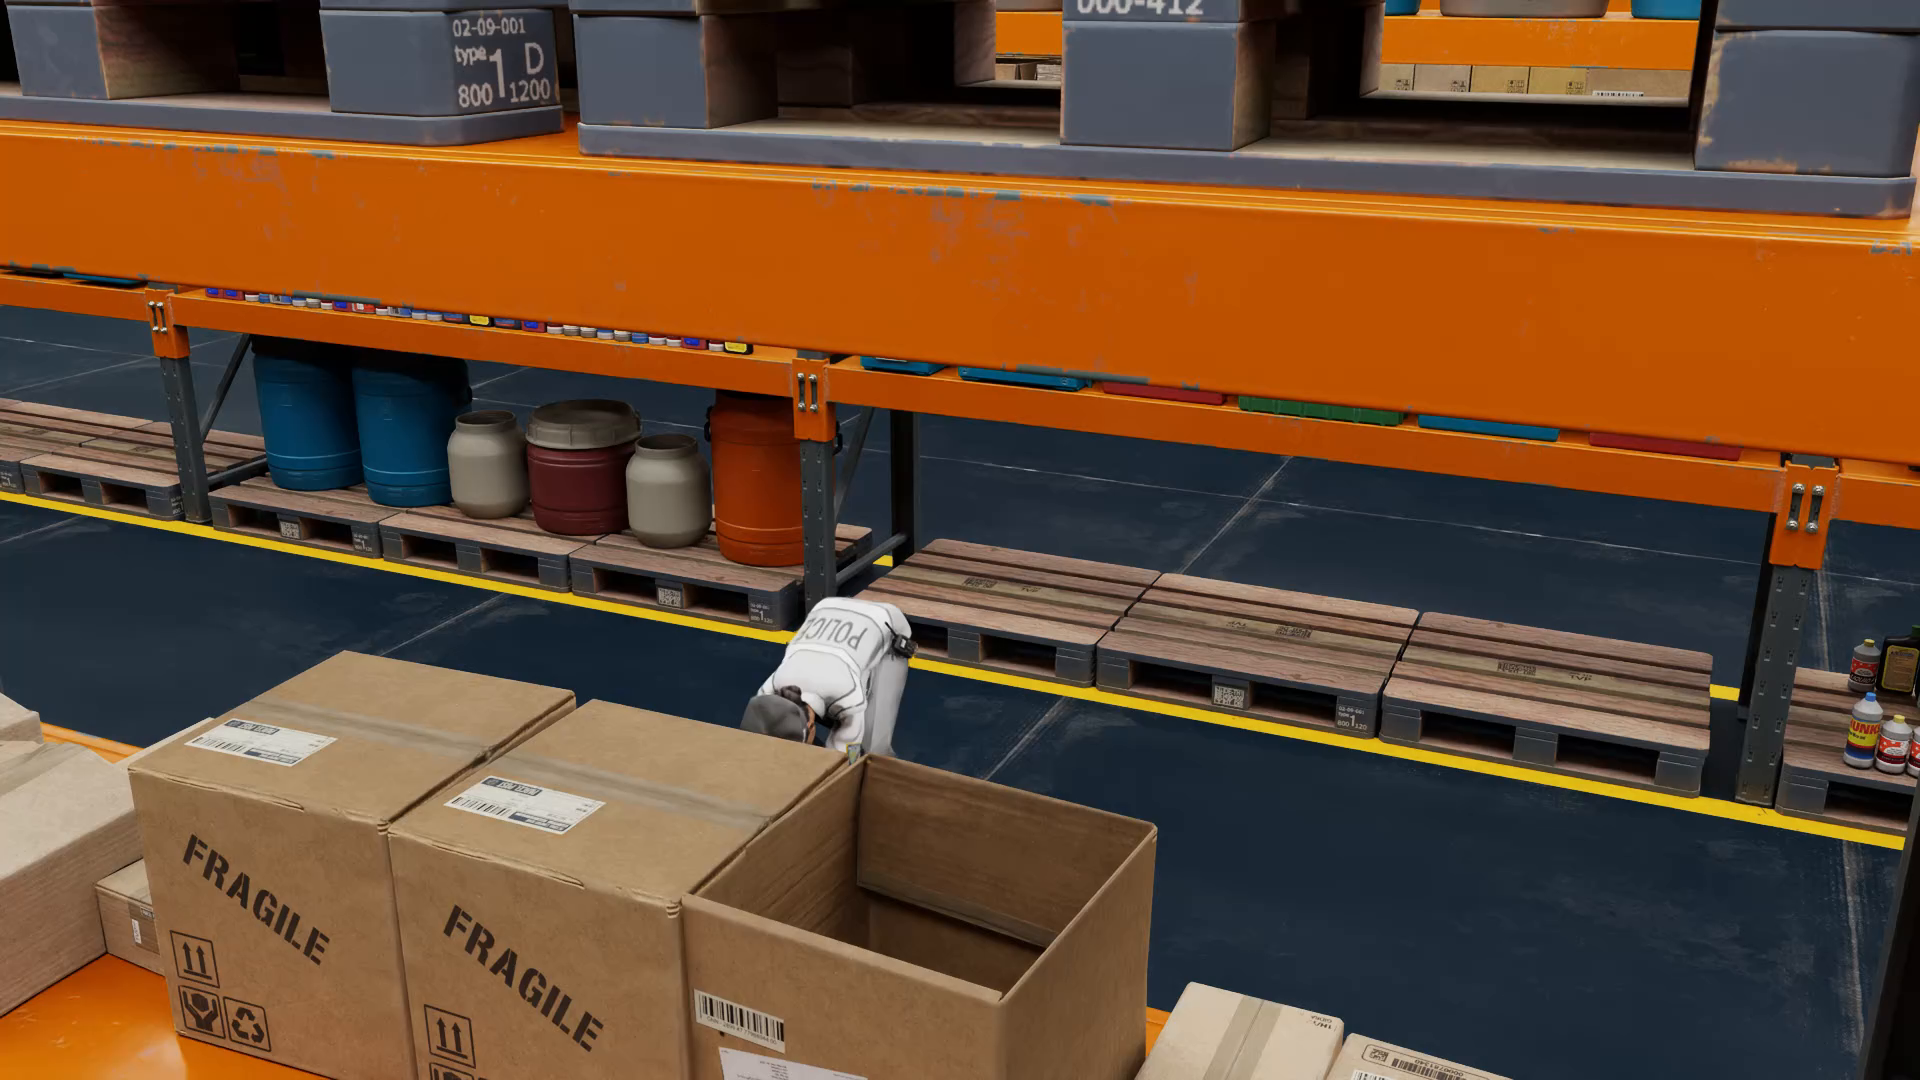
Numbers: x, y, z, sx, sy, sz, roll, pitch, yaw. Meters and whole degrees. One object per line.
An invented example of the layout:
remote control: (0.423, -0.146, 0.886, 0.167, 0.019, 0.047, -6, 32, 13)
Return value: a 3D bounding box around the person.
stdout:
person: (-0.461, 0.692, 5.884, 0.468, 0.833, 0.894, 8, 21, 21)
